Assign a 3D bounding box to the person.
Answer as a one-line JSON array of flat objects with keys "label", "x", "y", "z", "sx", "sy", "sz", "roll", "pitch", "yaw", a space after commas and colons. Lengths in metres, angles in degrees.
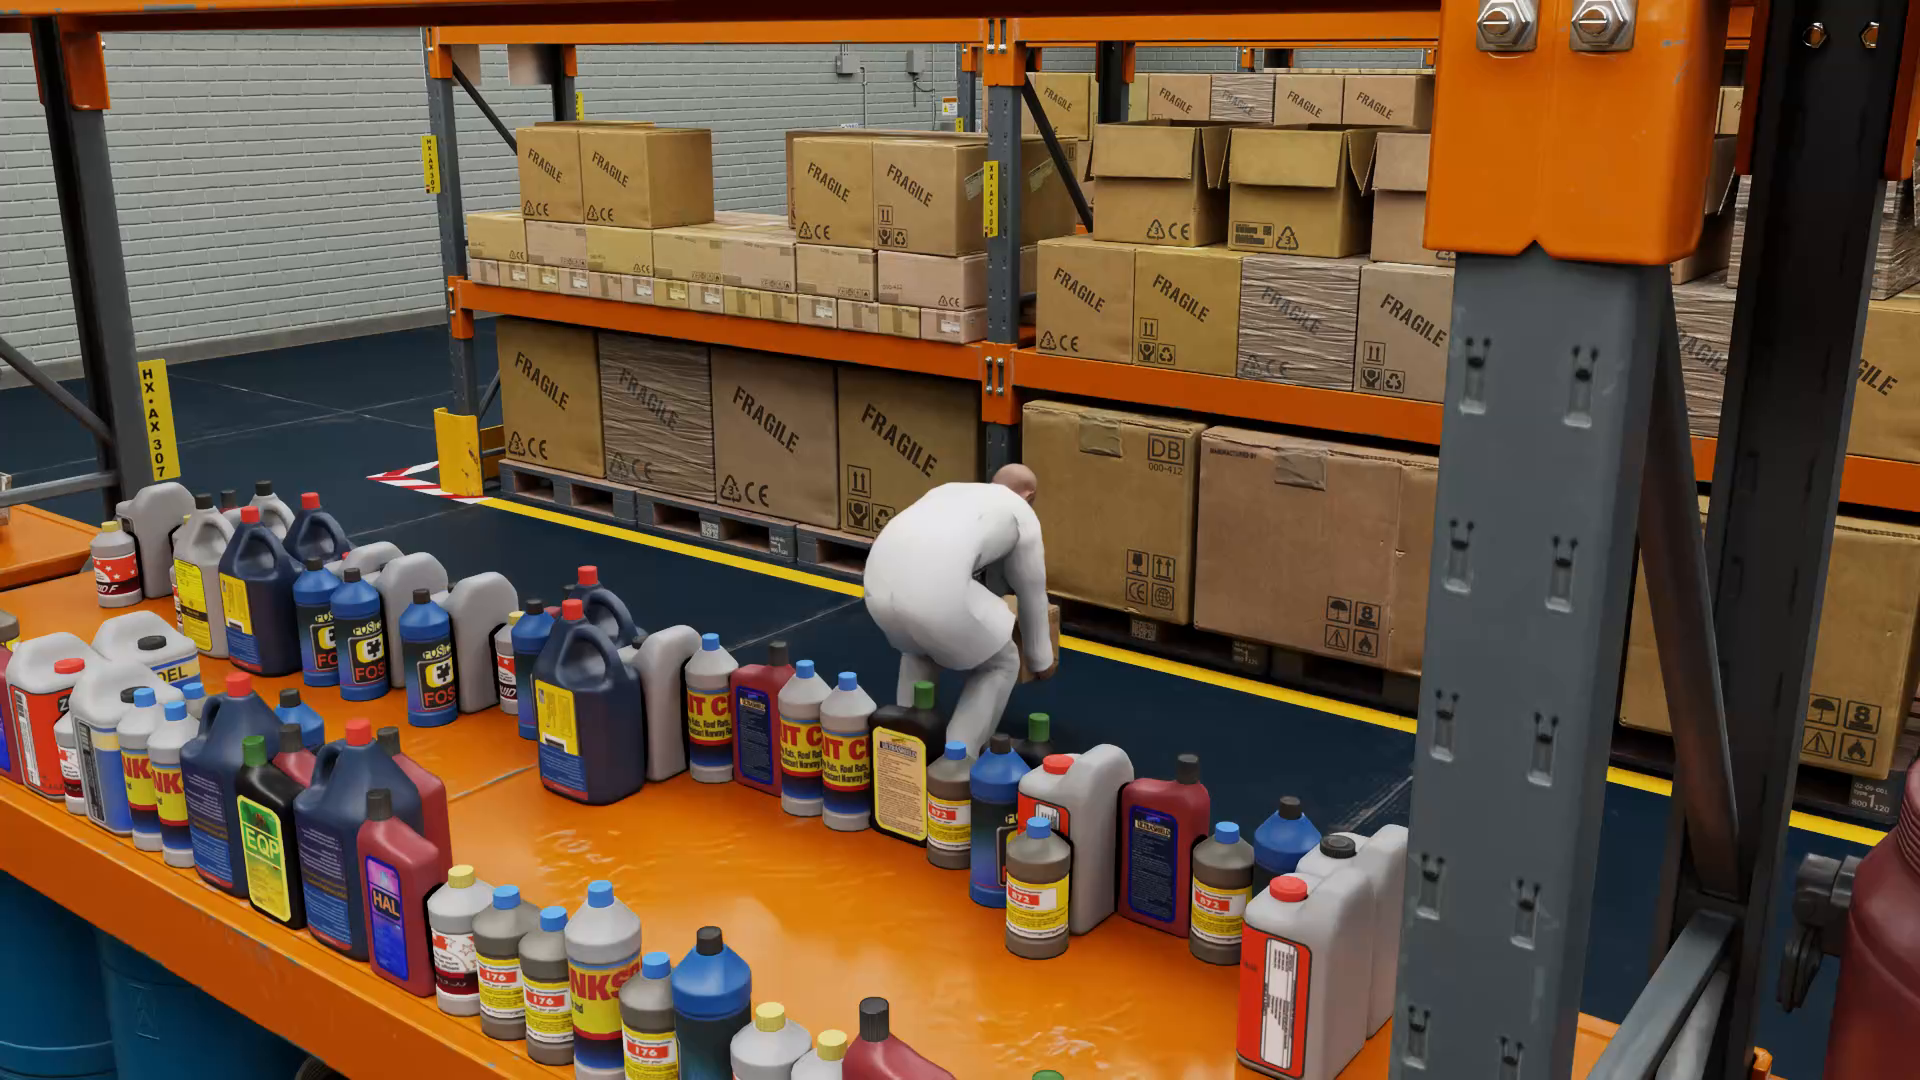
[{"label": "person", "x": 0.023, "y": 0.326, "z": 6.163, "sx": 0.581, "sy": 1.094, "sz": 0.941, "roll": 11, "pitch": 19, "yaw": 32}]
